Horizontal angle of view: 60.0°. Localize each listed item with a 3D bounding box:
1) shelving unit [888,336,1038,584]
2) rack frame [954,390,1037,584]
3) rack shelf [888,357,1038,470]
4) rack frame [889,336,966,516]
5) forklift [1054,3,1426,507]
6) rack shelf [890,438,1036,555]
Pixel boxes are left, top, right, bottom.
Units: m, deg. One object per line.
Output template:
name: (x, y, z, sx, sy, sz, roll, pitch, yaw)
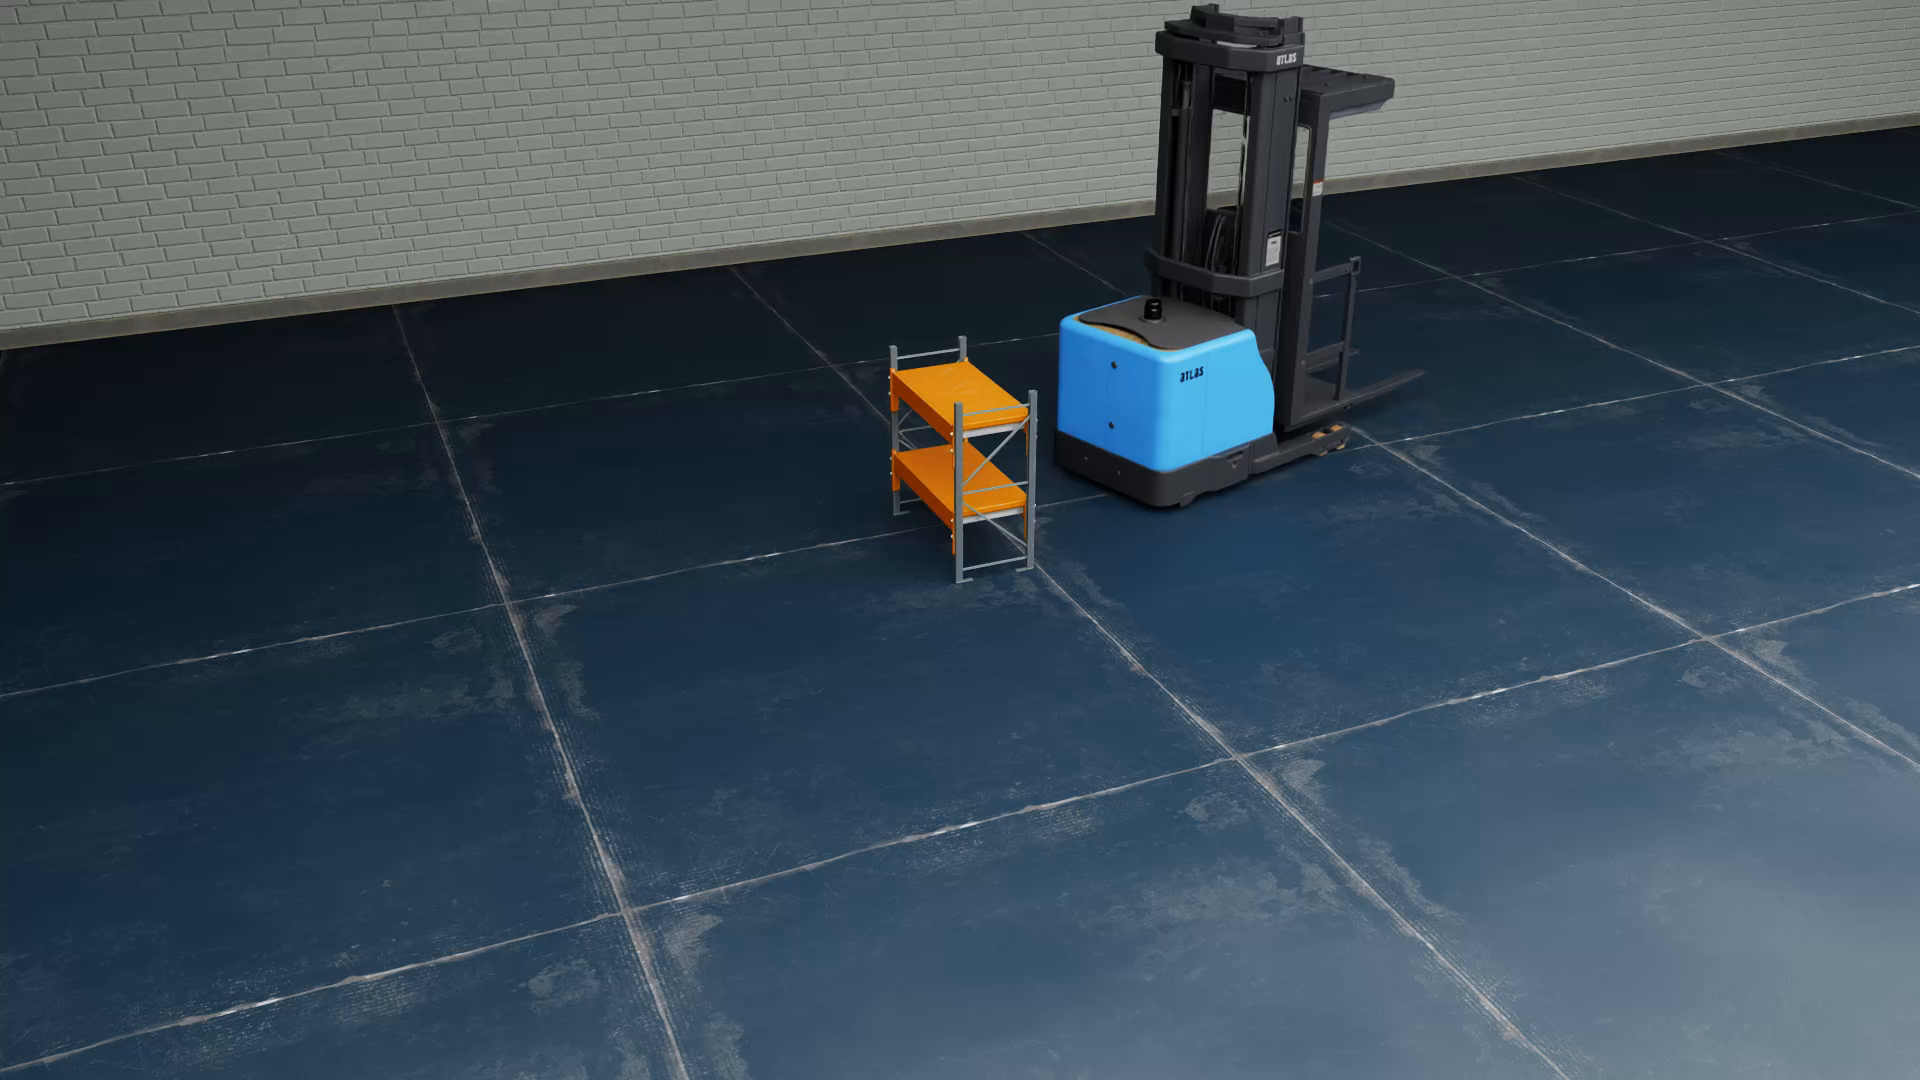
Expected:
shelving unit: (0.003, -0.503, 9.998, 0.538, 1.125, 1.048, -11, 28, -21)
rack frame: (0.202, -0.298, 9.577, 0.500, 1.125, 0.032, -11, 28, -21)
rack shelf: (0.003, -0.766, 9.869, 0.538, 0.278, 1.000, -11, 28, -21)
rack frame: (-0.196, -0.708, 10.418, 0.500, 1.125, 0.032, -11, 28, -21)
forklift: (2.080, -2.047, 11.102, 3.031, 2.935, 1.130, -20, 33, -36)
rack shelf: (0.003, -0.283, 10.105, 0.538, 0.278, 1.000, -11, 28, -21)
